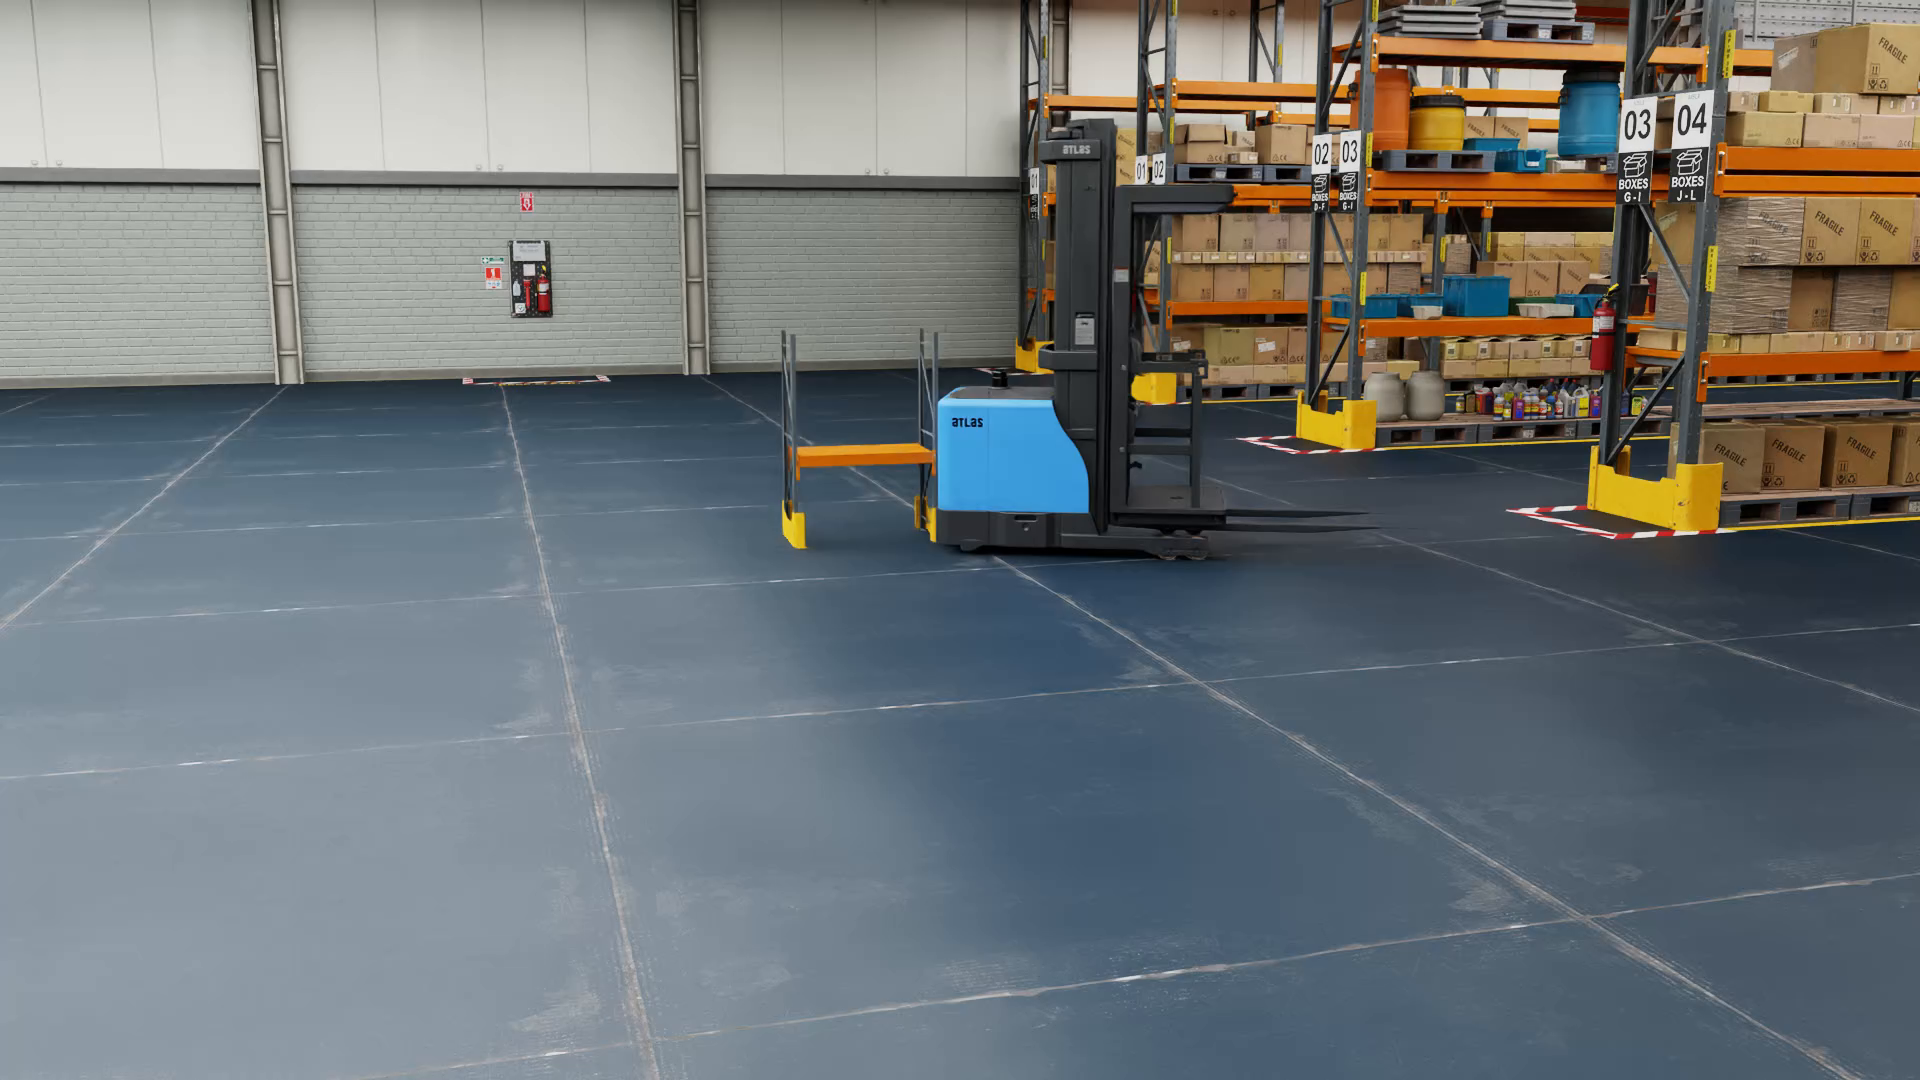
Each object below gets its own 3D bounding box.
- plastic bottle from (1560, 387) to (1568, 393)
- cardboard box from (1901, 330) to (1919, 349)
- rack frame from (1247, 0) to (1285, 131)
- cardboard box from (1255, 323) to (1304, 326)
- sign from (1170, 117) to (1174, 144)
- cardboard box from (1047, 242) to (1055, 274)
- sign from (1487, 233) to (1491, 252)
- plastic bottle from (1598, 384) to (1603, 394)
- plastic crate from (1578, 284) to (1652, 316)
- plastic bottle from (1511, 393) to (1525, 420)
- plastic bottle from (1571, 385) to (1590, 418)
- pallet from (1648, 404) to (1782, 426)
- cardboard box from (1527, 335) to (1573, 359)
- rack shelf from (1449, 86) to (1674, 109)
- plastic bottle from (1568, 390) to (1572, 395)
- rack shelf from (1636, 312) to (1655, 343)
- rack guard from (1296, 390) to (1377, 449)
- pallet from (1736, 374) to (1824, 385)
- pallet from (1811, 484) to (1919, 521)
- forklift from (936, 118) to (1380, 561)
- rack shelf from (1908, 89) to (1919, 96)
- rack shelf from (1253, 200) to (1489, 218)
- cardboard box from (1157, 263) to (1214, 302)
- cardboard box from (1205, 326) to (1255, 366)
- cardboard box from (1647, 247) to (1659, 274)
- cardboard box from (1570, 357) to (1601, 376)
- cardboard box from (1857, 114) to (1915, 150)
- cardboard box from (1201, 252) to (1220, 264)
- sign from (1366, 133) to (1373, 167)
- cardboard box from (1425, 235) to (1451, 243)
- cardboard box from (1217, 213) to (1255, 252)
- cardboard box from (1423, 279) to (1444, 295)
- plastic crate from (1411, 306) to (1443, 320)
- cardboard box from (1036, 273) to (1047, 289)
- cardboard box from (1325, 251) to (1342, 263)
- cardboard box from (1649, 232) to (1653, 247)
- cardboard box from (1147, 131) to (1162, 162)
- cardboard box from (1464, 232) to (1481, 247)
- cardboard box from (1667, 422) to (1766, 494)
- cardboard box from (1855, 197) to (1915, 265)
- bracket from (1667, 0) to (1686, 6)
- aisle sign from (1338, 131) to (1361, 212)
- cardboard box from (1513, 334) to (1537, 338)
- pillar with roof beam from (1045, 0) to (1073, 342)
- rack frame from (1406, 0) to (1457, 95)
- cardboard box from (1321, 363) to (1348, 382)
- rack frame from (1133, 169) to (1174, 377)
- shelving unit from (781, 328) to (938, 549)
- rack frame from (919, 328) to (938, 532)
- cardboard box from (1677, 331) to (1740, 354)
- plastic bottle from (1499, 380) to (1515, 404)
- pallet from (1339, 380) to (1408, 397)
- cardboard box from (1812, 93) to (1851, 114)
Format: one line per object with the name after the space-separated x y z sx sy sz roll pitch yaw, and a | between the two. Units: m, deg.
6.769 -1.583 18.678 0.097 0.271 0.097 0 10 0 | plastic bottle
7.320 -1.586 13.069 0.250 0.149 0.380 -3 11 -16 | cardboard box
4.997 -7.378 27.267 0.127 3.000 1.000 -3 11 -16 | rack frame
4.412 -2.744 23.030 0.500 0.500 0.500 -3 11 -16 | cardboard box
2.694 -5.211 21.150 0.005 0.325 0.100 -3 11 -16 | sign
1.698 -4.502 26.502 0.500 0.500 0.500 -3 11 -16 | cardboard box
8.998 -5.066 28.302 0.005 0.325 0.100 -3 11 -16 | sign
7.337 -1.640 18.989 0.097 0.271 0.097 0 10 0 | plastic bottle
7.227 -2.670 18.437 0.504 0.338 0.767 -3 11 -16 | plastic crate
5.975 -1.429 17.811 0.133 0.283 0.061 -3 11 -15 | plastic bottle
6.734 -1.510 18.064 0.185 0.351 0.144 -3 11 -16 | plastic bottle
8.509 -1.380 18.960 1.213 0.211 1.003 -3 11 -16 | pallet
8.327 -2.752 23.596 0.500 0.311 0.500 -3 11 -14 | cardboard box
8.305 -6.067 23.241 4.000 0.370 1.077 -3 11 -16 | rack shelf
6.680 -1.493 18.160 0.133 0.283 0.061 -3 11 -16 | plastic bottle
9.686 -2.452 19.070 4.000 0.370 1.077 -3 11 -16 | rack shelf
3.985 -1.285 17.647 0.348 0.500 1.175 -3 11 -16 | rack guard
12.122 -2.490 24.987 1.213 0.211 1.003 -3 11 -16 | pallet
7.342 -0.370 13.474 1.213 0.211 1.003 -3 11 -16 | pallet
1.388 -1.401 11.563 3.031 2.935 1.130 1 11 7 | forklift
15.986 -6.667 25.405 4.000 0.370 1.077 -3 11 -16 | rack shelf
6.917 -5.650 28.153 4.000 0.370 1.077 -3 11 -16 | rack shelf
2.996 -3.434 22.141 0.500 0.500 0.700 -3 11 -16 | cardboard box
3.601 -2.601 22.253 0.500 0.500 0.500 -3 11 -16 | cardboard box
12.305 -4.970 29.606 0.500 0.500 0.500 -3 11 -17 | cardboard box
8.811 -2.502 23.788 0.500 0.250 0.500 -3 11 -15 | cardboard box
6.815 -3.074 12.589 0.500 0.250 0.500 -3 11 -16 | cardboard box
3.234 -3.728 21.946 0.250 0.149 0.380 -3 11 -17 | cardboard box
4.075 -3.886 16.562 0.005 0.325 0.100 -3 11 -16 | sign
8.210 -5.173 28.576 0.250 0.149 0.380 -5 12 -25 | cardboard box
3.550 -4.103 22.188 0.500 0.500 0.700 -3 11 -17 | cardboard box
6.845 -3.525 23.324 0.500 0.250 0.500 -2 11 -12 | cardboard box
4.874 -2.362 17.321 0.250 0.136 0.298 -3 11 -16 | plastic crate
1.551 -4.218 27.034 0.500 0.250 0.500 -3 11 -15 | cardboard box
4.964 -3.819 22.441 0.250 0.149 0.380 -3 11 -14 | cardboard box
12.301 -5.338 29.533 0.500 0.250 0.500 -3 11 -15 | cardboard box
2.982 -6.393 27.109 0.500 0.500 0.500 -3 11 -16 | cardboard box
9.200 -5.272 29.173 0.500 0.250 0.500 -3 11 -14 | cardboard box
5.914 -0.647 13.023 0.500 0.500 0.500 -1 10 -5 | cardboard box
6.875 -2.359 12.715 0.500 0.500 0.500 -3 11 -16 | cardboard box
12.809 -9.656 29.700 0.430 0.232 0.235 -3 11 -16 | bracket
3.938 -3.727 16.824 0.004 0.787 0.394 -3 11 -16 | aisle sign
8.155 -2.844 24.094 0.500 0.311 0.500 -3 11 -17 | cardboard box
2.790 -6.613 23.111 0.400 9.000 9.100 -3 11 -16 | pillar with roof beam
6.385 -6.517 22.590 0.127 3.000 1.000 -3 11 -16 | rack frame
5.042 -2.308 22.731 0.500 0.250 0.500 -3 11 -16 | cardboard box
2.544 -3.364 22.034 0.127 3.000 1.000 -3 11 -16 | rack frame
-0.714 -0.752 11.990 1.083 1.500 0.587 -3 11 -14 | shelving unit
-0.229 -0.774 12.109 0.032 1.500 0.500 -3 11 -14 | rack frame
5.650 -1.491 12.554 0.250 0.149 0.380 -3 11 -16 | cardboard box
6.107 -1.609 18.605 0.185 0.351 0.144 -3 11 -14 | plastic bottle
5.610 -2.162 23.207 1.213 0.211 1.003 -3 11 -16 | pallet
6.404 -3.245 12.415 0.250 0.149 0.380 -3 11 -14 | cardboard box
